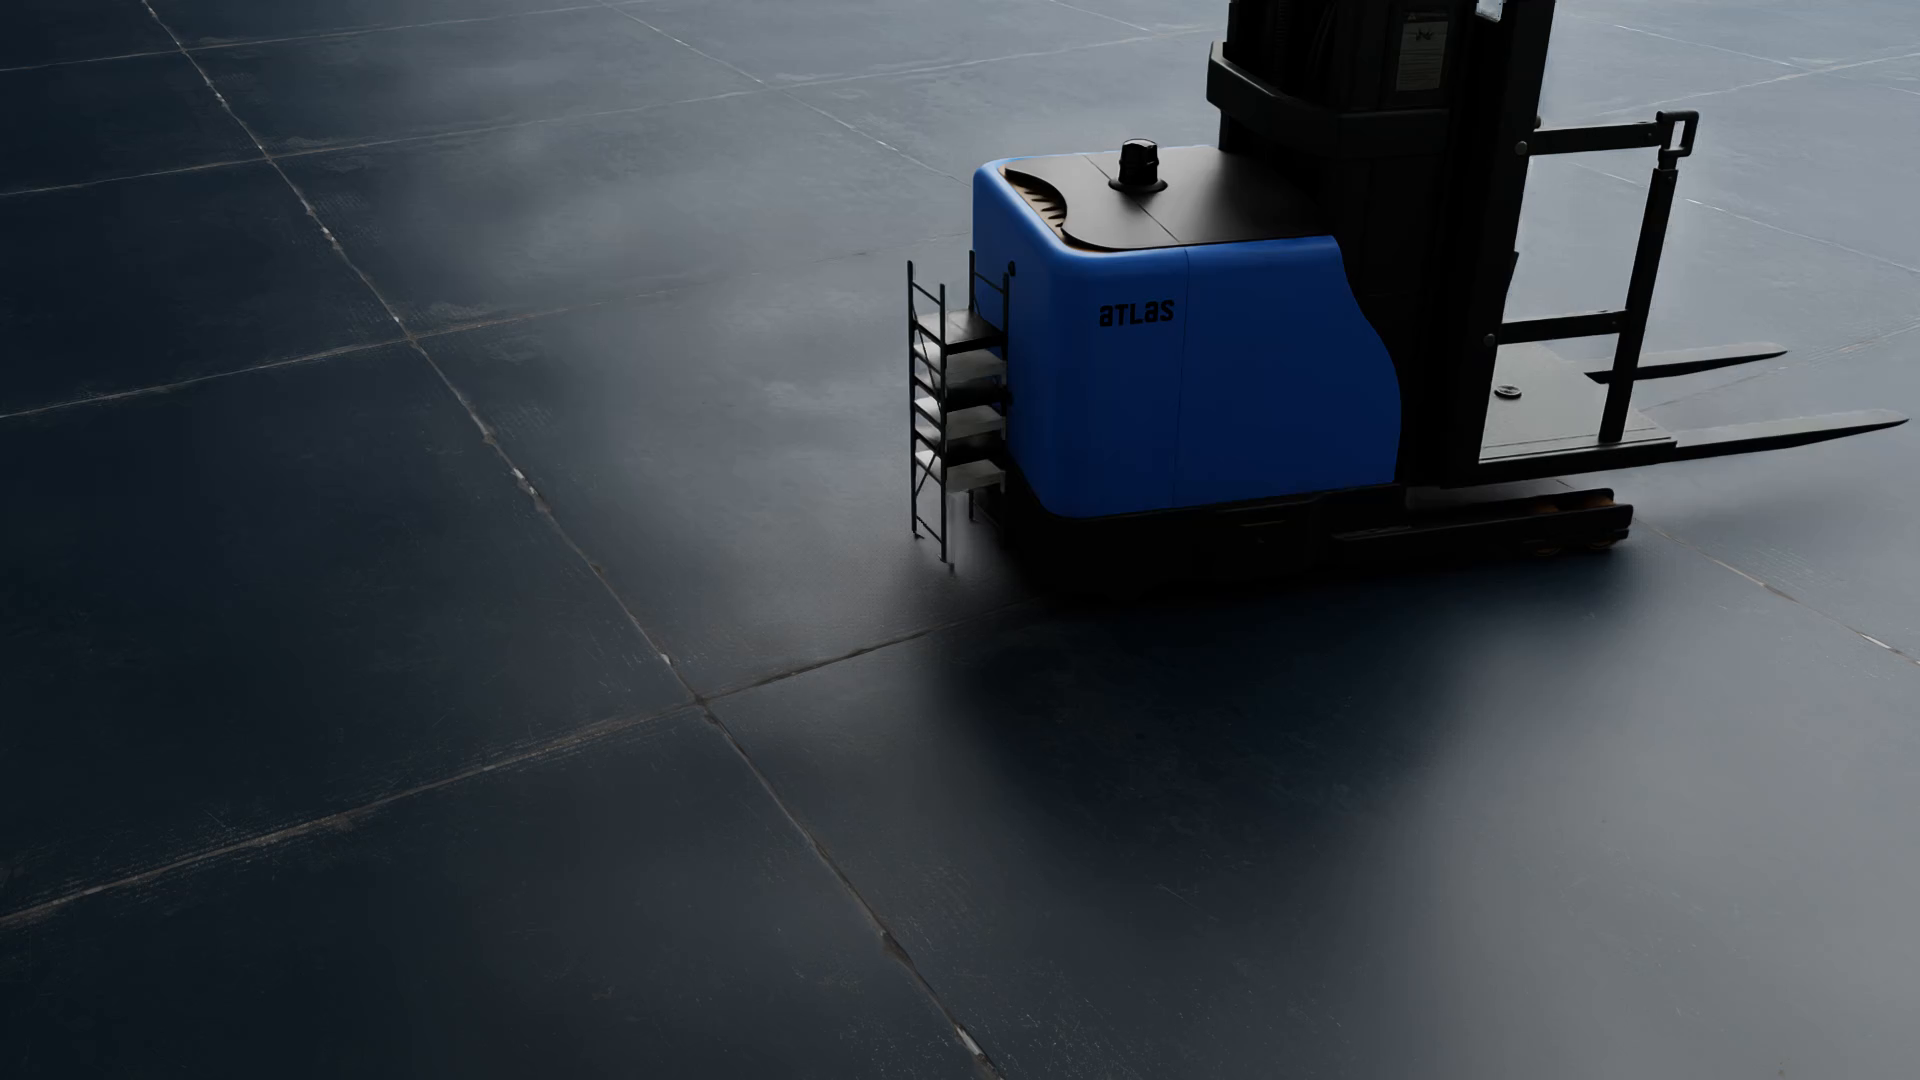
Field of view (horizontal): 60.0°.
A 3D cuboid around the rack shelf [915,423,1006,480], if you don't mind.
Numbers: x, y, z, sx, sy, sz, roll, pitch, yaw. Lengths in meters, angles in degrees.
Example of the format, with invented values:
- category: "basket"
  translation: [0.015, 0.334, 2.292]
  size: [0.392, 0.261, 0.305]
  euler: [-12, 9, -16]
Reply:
- category: "rack shelf"
  translation: [-0.006, -0.288, 5.095]
  size: [0.200, 0.077, 0.258]
  euler: [-13, 32, -23]

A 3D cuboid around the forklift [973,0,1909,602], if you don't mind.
- category: "forklift"
  translation: [1.600, -1.472, 4.884]
  size: [3.031, 2.935, 1.130]
  euler: [-7, 30, -12]

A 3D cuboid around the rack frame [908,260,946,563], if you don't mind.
- category: "rack frame"
  translation: [-0.098, -0.374, 4.996]
  size: [0.006, 0.900, 0.240]
  euler: [-13, 32, -23]

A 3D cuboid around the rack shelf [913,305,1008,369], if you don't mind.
- category: "rack shelf"
  translation: [-0.007, -0.603, 4.921]
  size: [0.200, 0.077, 0.258]
  euler: [-13, 32, -23]

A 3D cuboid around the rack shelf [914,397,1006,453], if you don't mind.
- category: "rack shelf"
  translation: [-0.006, -0.367, 5.051]
  size: [0.200, 0.077, 0.258]
  euler: [-13, 32, -23]

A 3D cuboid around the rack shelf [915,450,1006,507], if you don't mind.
- category: "rack shelf"
  translation: [-0.006, -0.209, 5.138]
  size: [0.200, 0.077, 0.258]
  euler: [-13, 32, -23]

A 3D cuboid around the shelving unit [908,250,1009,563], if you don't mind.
- category: "shelving unit"
  translation: [-0.007, -0.396, 5.035]
  size: [0.210, 0.900, 0.258]
  euler: [-13, 32, -23]

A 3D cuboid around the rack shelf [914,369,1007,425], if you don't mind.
- category: "rack shelf"
  translation: [-0.007, -0.446, 5.008]
  size: [0.200, 0.077, 0.258]
  euler: [-13, 32, -23]

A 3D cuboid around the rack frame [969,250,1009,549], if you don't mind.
- category: "rack frame"
  translation: [0.085, -0.418, 5.074]
  size: [0.006, 0.900, 0.240]
  euler: [-13, 32, -23]

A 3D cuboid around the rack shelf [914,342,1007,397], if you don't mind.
- category: "rack shelf"
  translation: [-0.007, -0.524, 4.964]
  size: [0.200, 0.077, 0.258]
  euler: [-13, 32, -23]
